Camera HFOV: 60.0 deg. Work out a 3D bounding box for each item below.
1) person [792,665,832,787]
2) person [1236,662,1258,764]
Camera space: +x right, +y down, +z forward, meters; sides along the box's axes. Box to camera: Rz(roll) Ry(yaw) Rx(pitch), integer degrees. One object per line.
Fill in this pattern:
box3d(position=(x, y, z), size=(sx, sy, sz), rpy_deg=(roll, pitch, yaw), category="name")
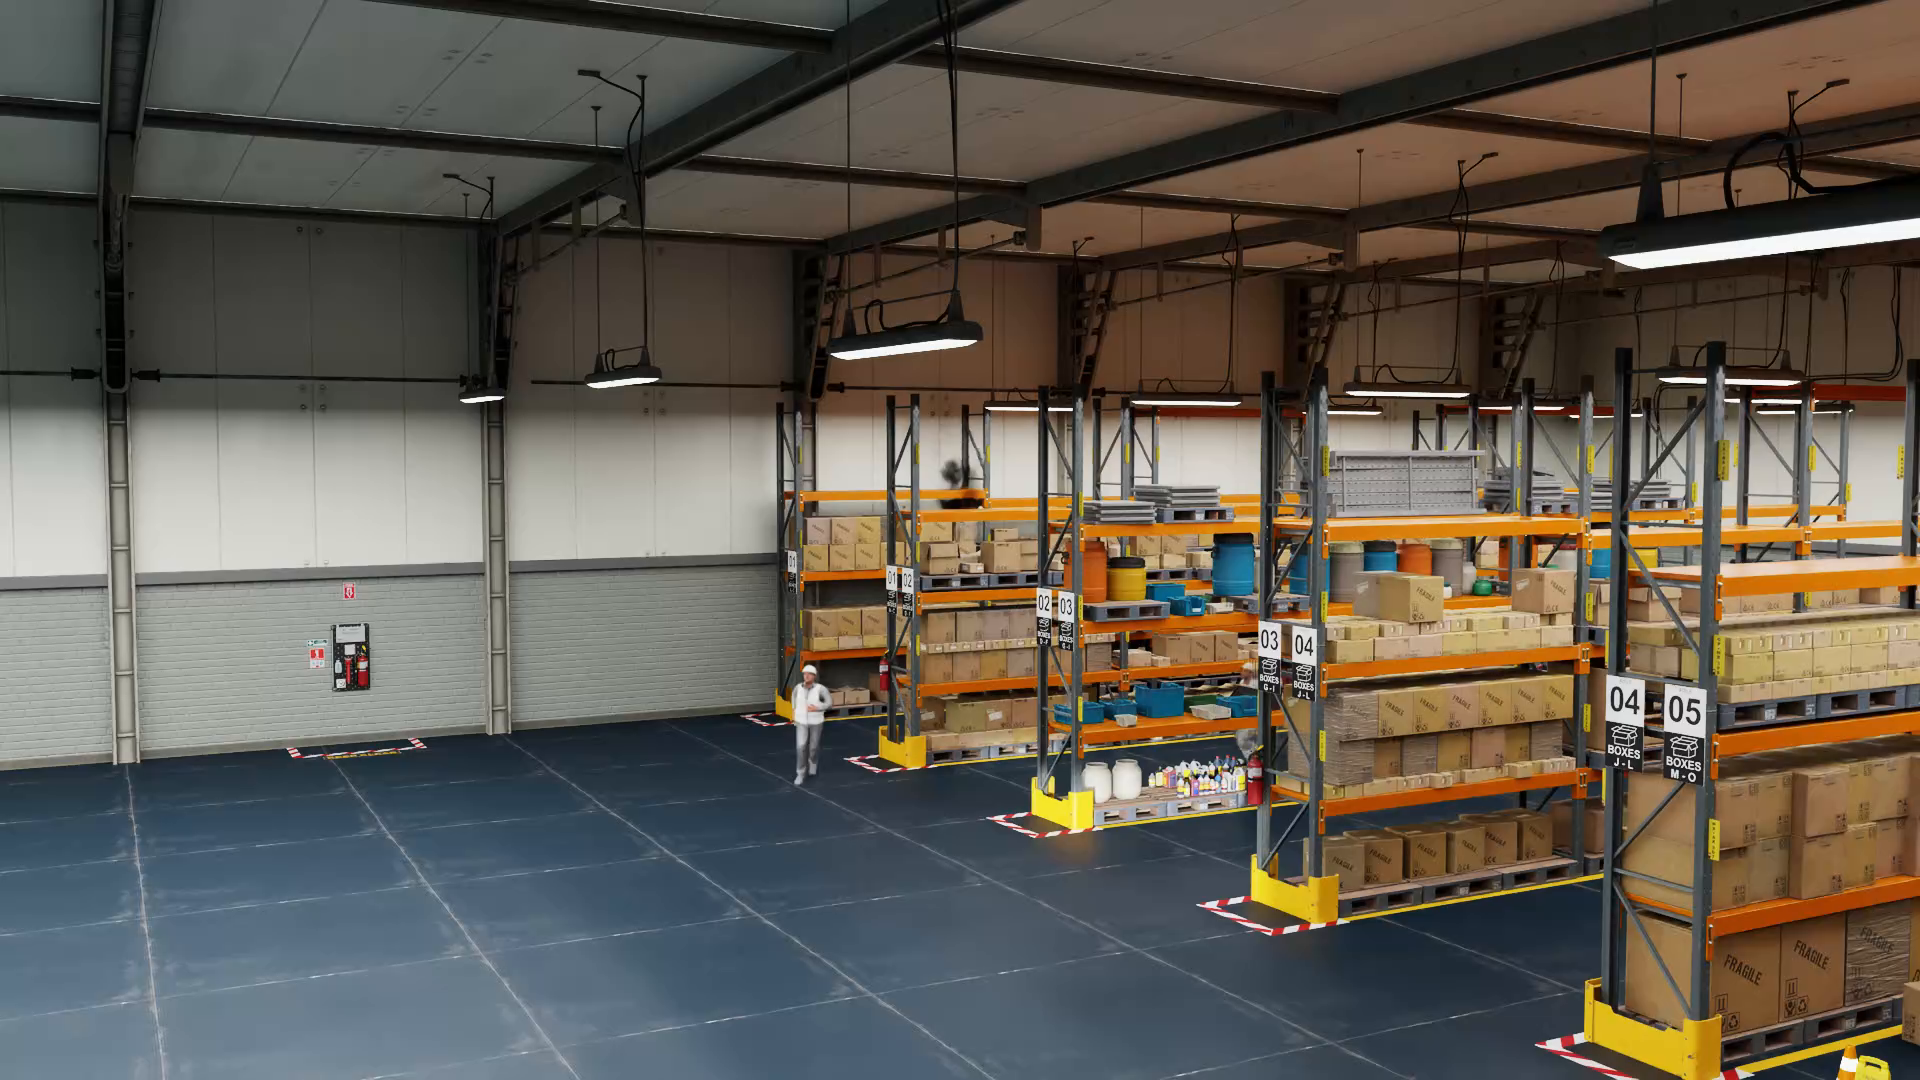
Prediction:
box3d(position=(-2.291, 2.818, 25.611), size=(0.649, 1.807, 0.856), rpy_deg=(0, 3, 2), category="person")
box3d(position=(4.532, 2.801, 26.264), size=(0.586, 1.745, 0.661), rpy_deg=(-2, 4, -25), category="person")
